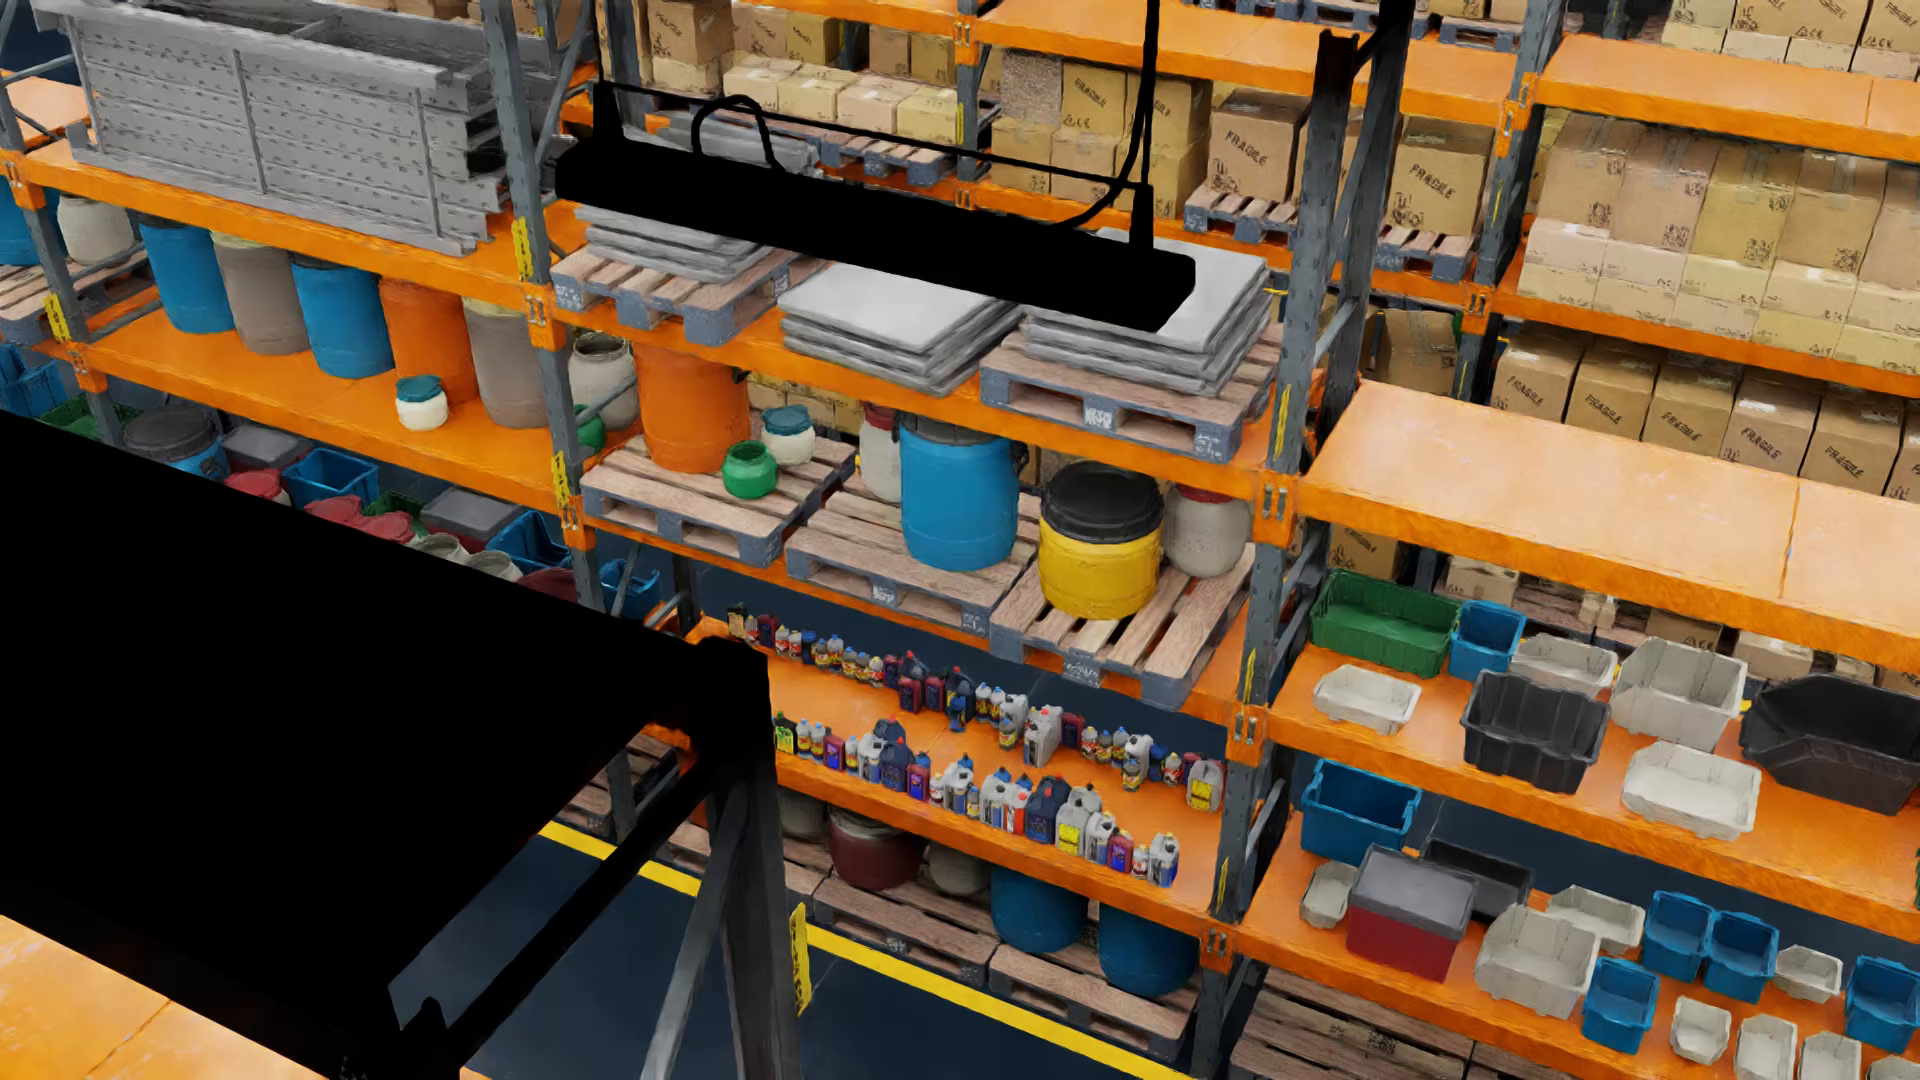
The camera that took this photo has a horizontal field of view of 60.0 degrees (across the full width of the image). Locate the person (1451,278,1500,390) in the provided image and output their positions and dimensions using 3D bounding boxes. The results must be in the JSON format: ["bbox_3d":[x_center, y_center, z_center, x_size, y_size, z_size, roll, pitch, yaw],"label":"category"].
[{"bbox_3d":[4.785,-2.156,15.475,0.782,1.712,0.688,20,40,25],"label":"person"}]
